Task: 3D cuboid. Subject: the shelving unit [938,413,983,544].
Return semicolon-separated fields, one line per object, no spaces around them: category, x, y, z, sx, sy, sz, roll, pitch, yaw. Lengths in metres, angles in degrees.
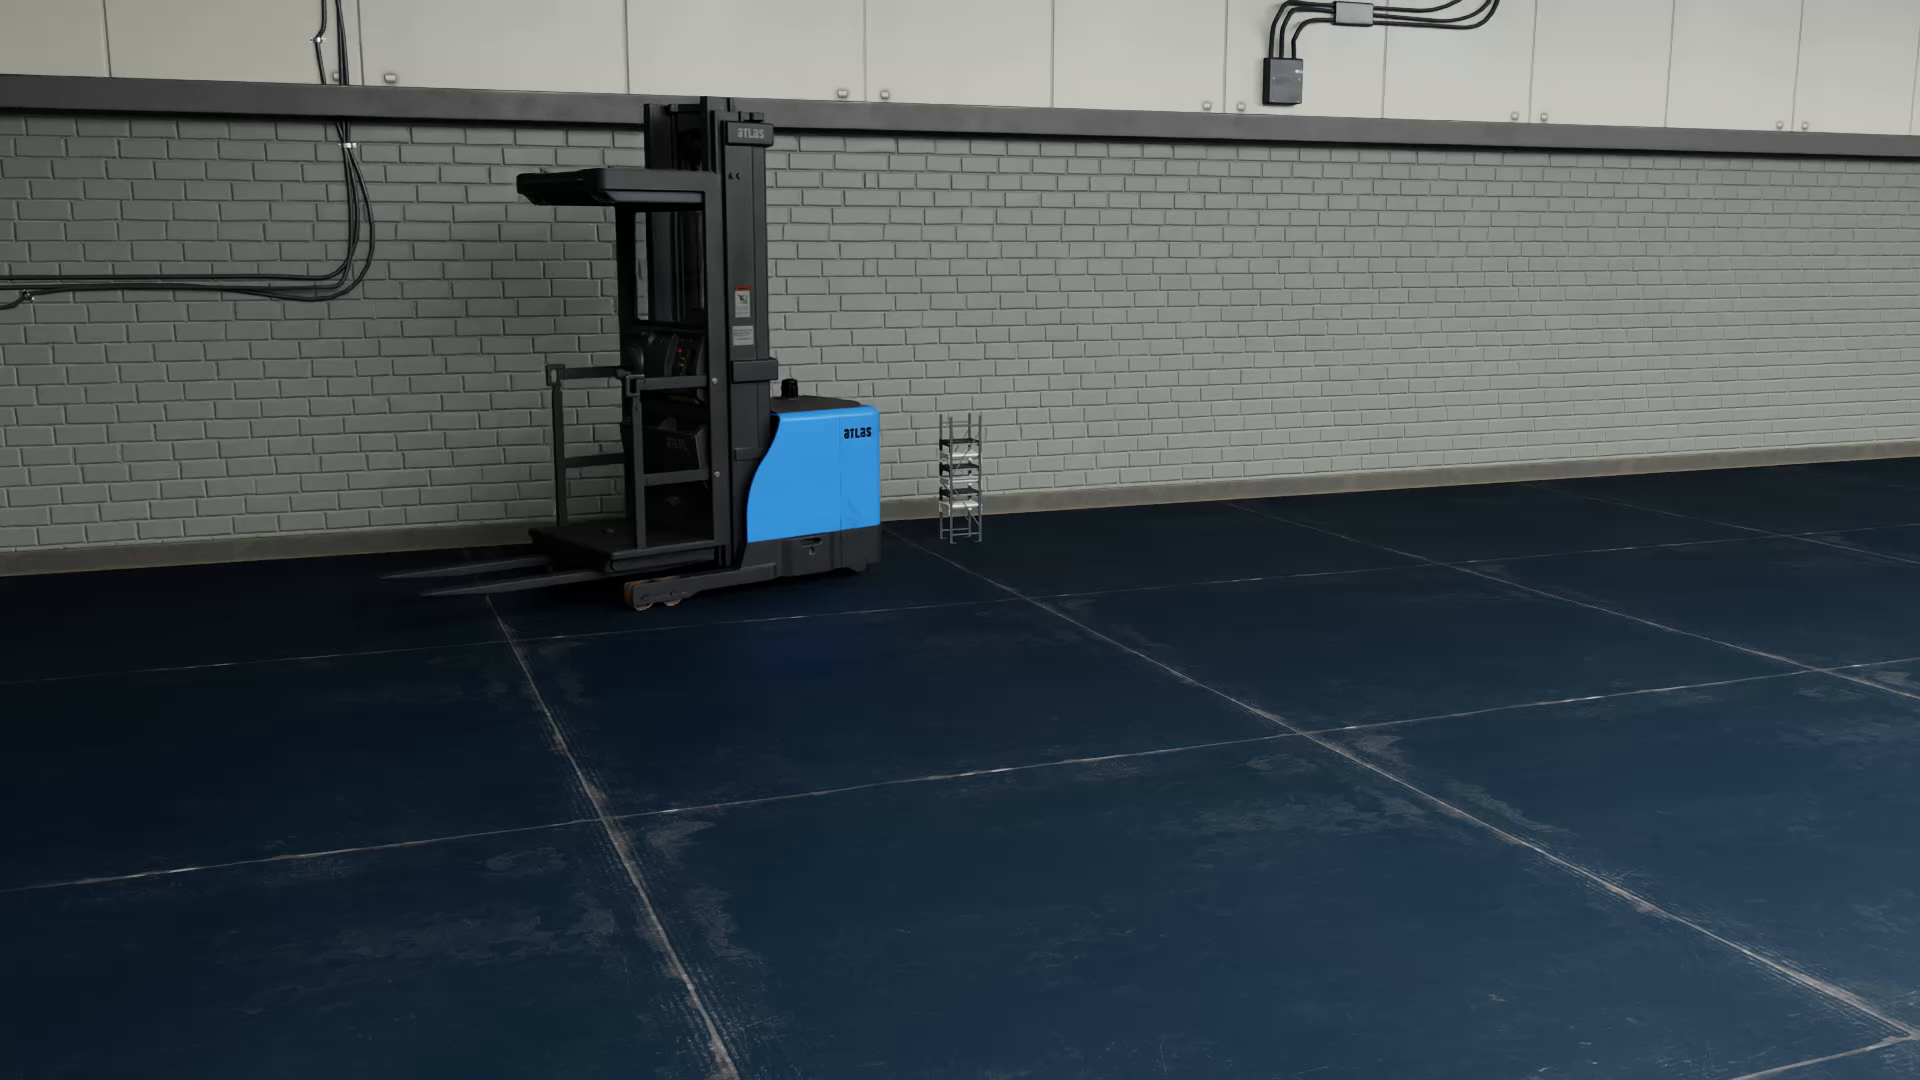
shelving unit;0.003;-0.442;11.834;0.258;0.900;0.210;-4;11;-21

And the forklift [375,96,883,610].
forklift;-1.958;-1.139;9.956;3.031;2.935;1.130;-8;13;-39

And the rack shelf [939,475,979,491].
rack shelf;0.003;-0.409;11.840;0.258;0.077;0.200;-4;11;-21

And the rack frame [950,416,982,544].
rack frame;0.040;-0.425;11.741;0.240;0.900;0.006;-4;11;-21

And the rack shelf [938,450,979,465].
rack shelf;0.003;-0.586;11.808;0.258;0.077;0.200;-4;11;-21

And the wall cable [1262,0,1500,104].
wall cable;3.525;-6.520;13.166;2.305;6.003;0.169;-4;11;-21

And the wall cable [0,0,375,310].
wall cable;-5.329;-2.717;10.363;3.097;2.526;0.112;-4;11;-21

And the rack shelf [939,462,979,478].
rack shelf;0.003;-0.498;11.824;0.258;0.077;0.200;-4;11;-21

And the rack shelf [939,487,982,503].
rack shelf;0.003;-0.320;11.855;0.258;0.077;0.200;-4;11;-21

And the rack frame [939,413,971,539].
rack frame;-0.034;-0.458;11.927;0.240;0.900;0.006;-4;11;-21

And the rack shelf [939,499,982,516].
rack shelf;0.003;-0.232;11.871;0.258;0.077;0.200;-4;11;-21

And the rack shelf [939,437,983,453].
rack shelf;0.003;-0.675;11.792;0.258;0.077;0.200;-4;11;-21
